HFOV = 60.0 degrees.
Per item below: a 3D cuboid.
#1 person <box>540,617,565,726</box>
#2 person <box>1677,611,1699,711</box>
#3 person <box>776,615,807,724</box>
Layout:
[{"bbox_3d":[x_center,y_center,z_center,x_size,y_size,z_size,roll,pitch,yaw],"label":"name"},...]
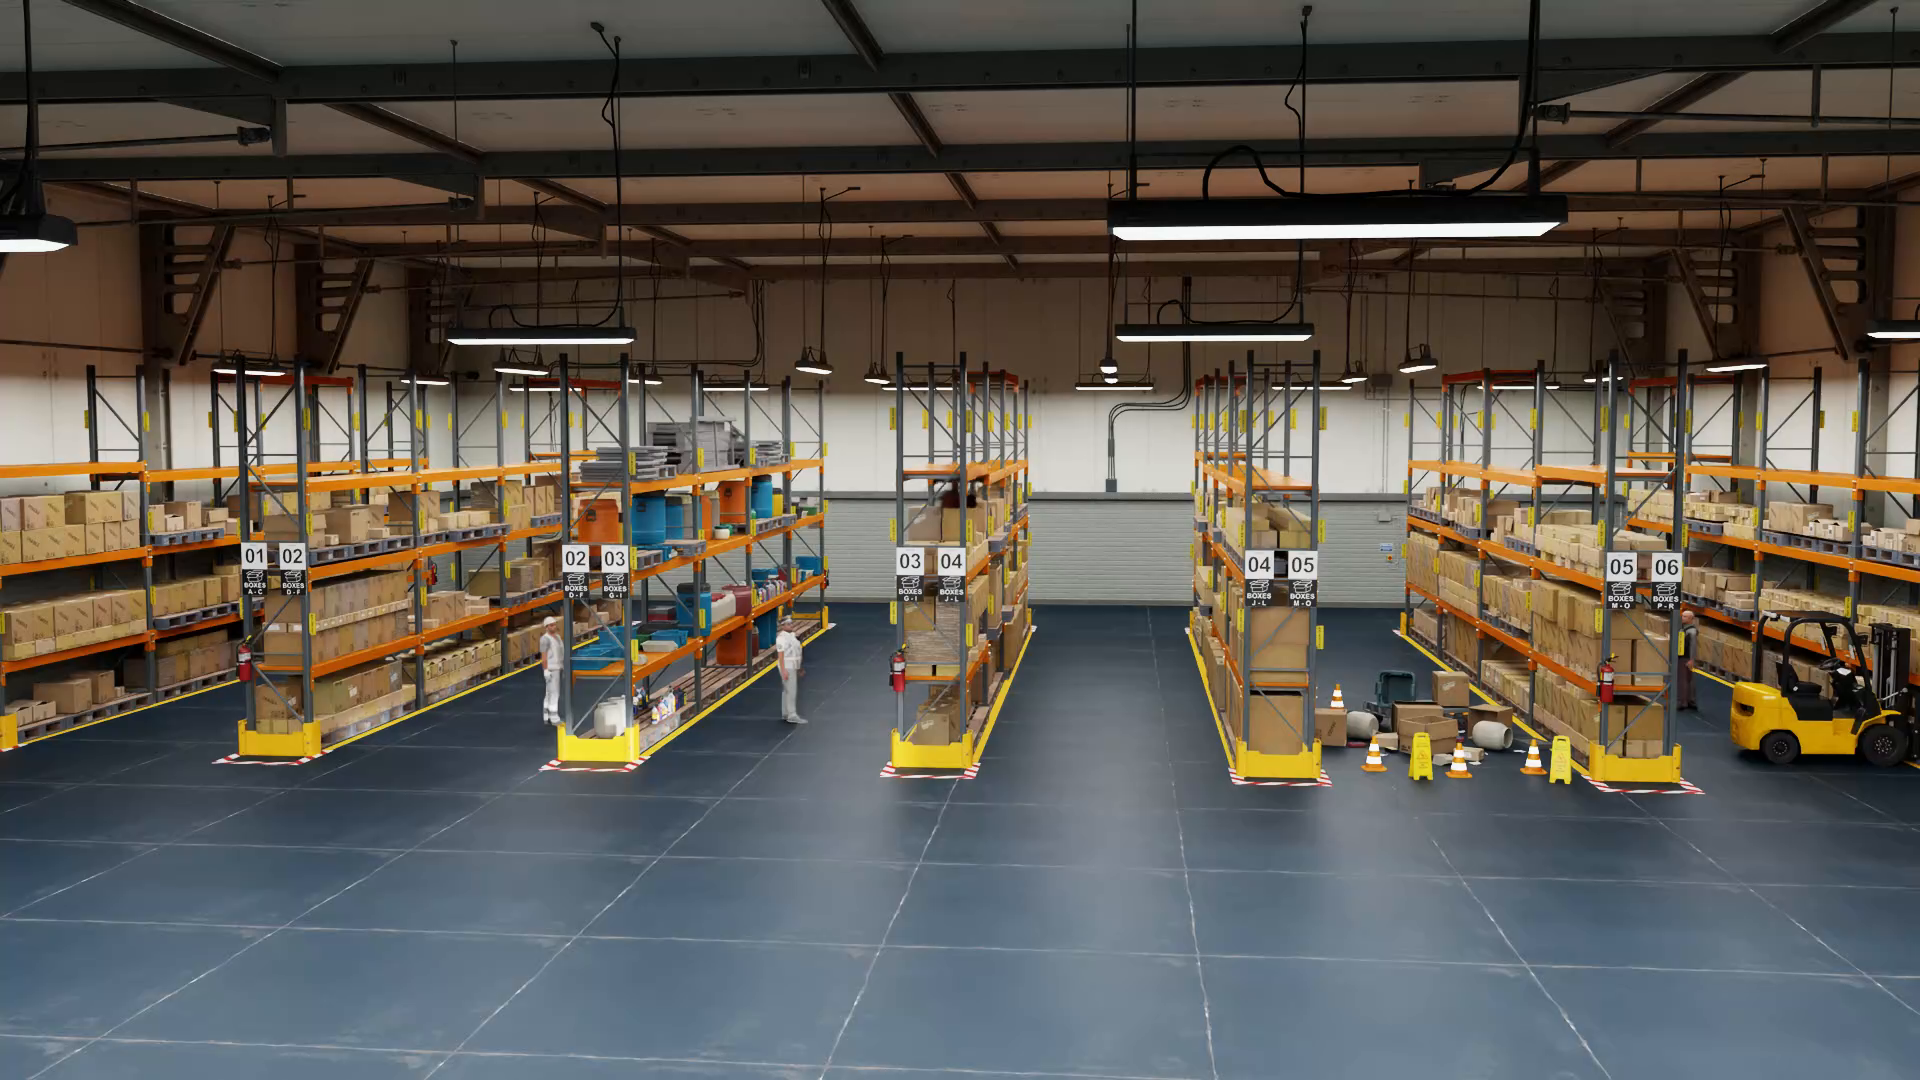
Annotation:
[{"bbox_3d":[-6.672,2.158,27.442,0.476,1.794,0.580,0,4,-4],"label":"person"},{"bbox_3d":[12.615,2.093,28.966,0.453,1.724,0.558,2,4,24],"label":"person"},{"bbox_3d":[-2.800,2.146,27.830,0.516,1.783,0.588,0,4,4],"label":"person"}]
